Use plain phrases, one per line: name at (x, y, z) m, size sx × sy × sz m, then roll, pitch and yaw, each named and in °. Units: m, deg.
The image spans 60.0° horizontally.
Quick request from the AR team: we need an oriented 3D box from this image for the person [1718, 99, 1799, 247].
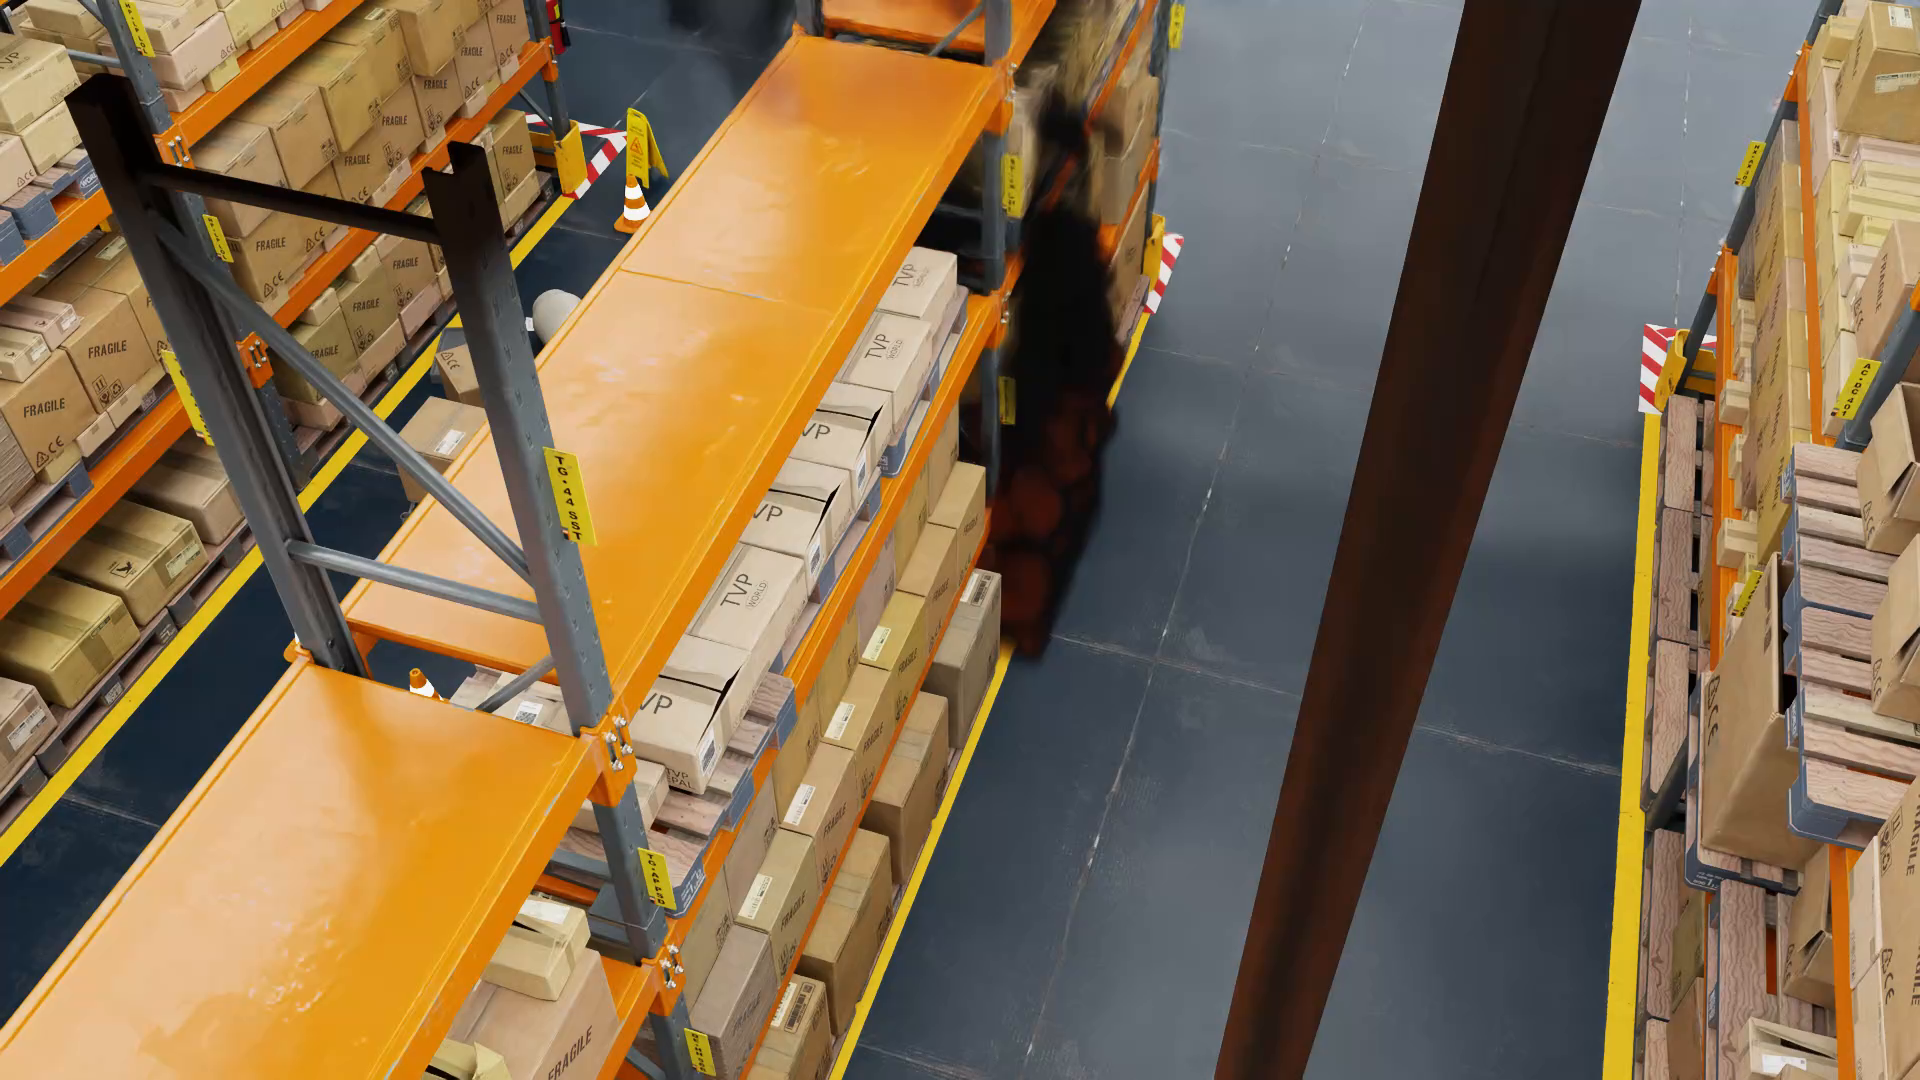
person at (6.346, -2.779, 12.628) m, size 0.702 × 1.839 × 0.847 m, roll -23°, pitch 50°, yaw -21°
